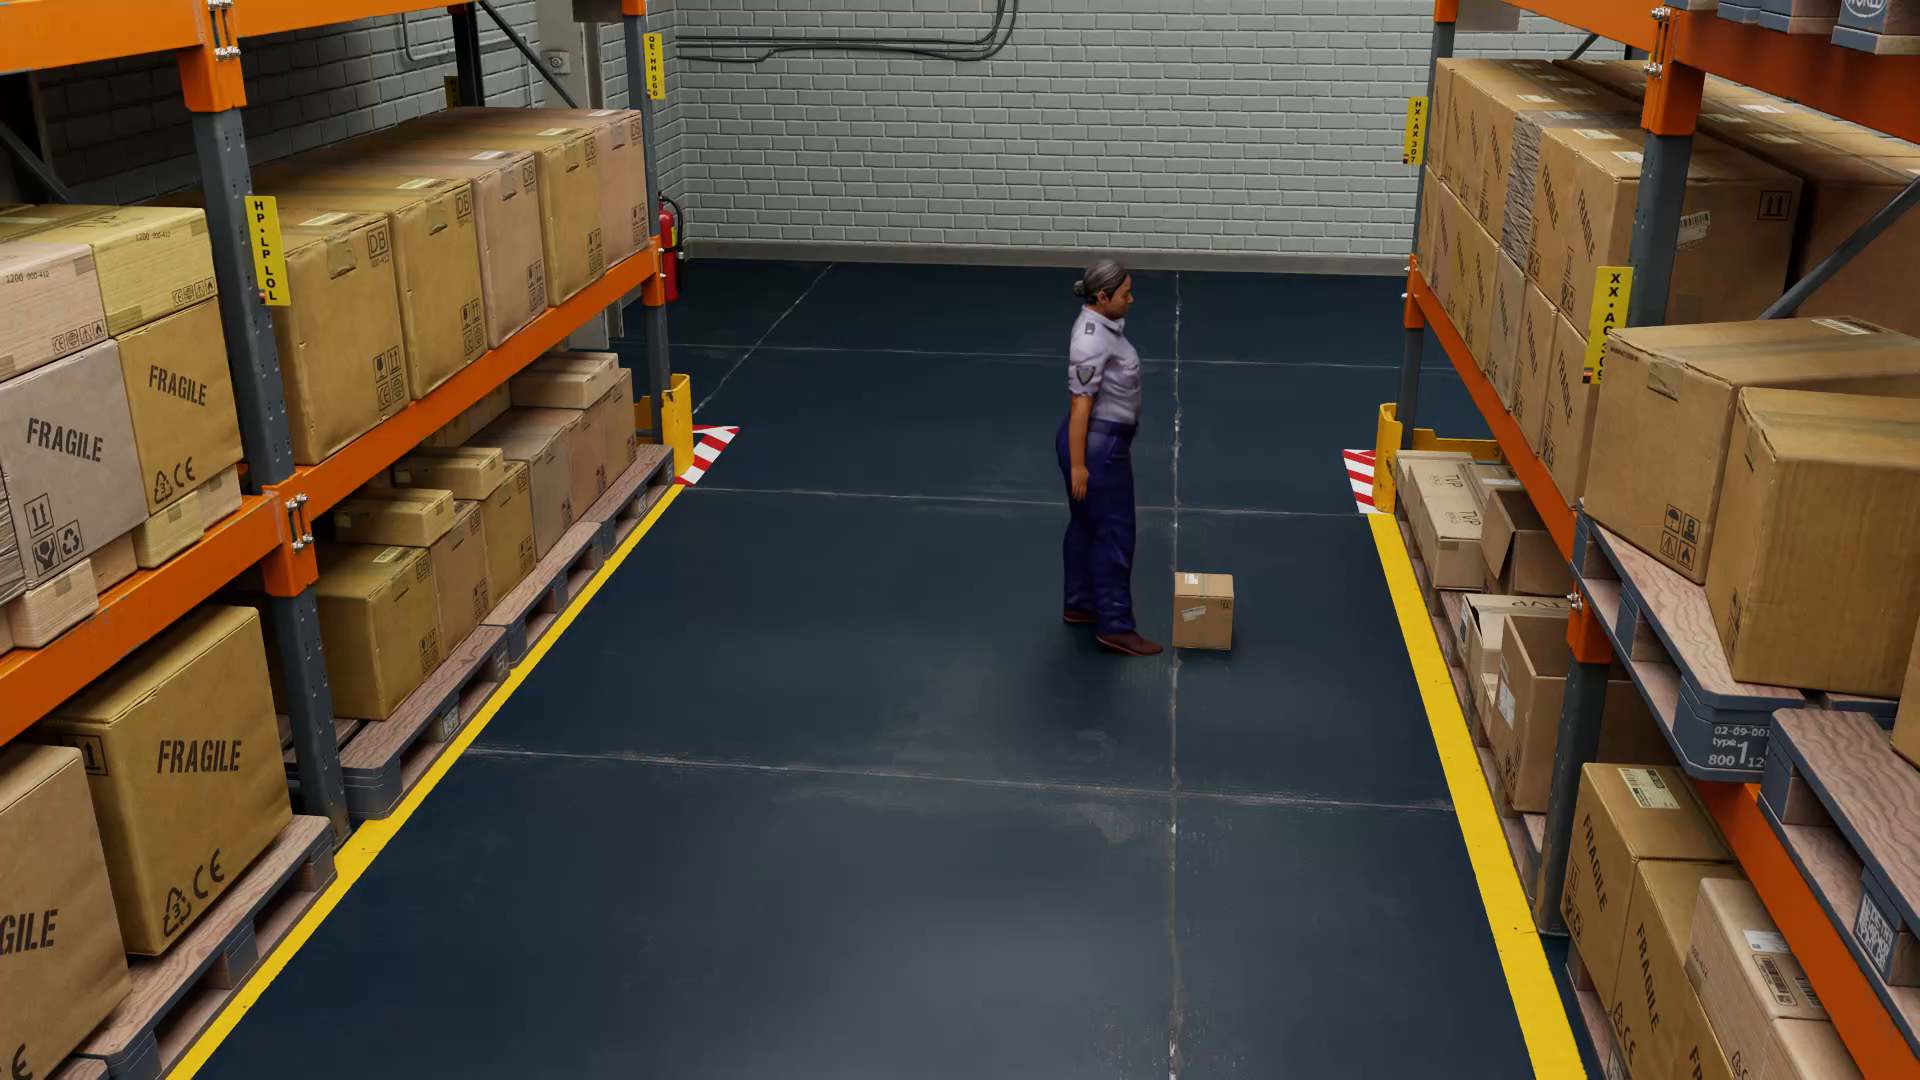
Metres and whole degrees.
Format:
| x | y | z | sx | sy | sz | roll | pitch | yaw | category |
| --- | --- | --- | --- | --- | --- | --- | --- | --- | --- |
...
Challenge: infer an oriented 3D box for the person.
| x | y | z | sx | sy | sz | roll | pitch | yaw | category |
| --- | --- | --- | --- | --- | --- | --- | --- | --- | --- |
| 0.644 | -0.362 | 7.043 | 0.475 | 1.678 | 0.541 | 1 | 21 | 1 | person |
